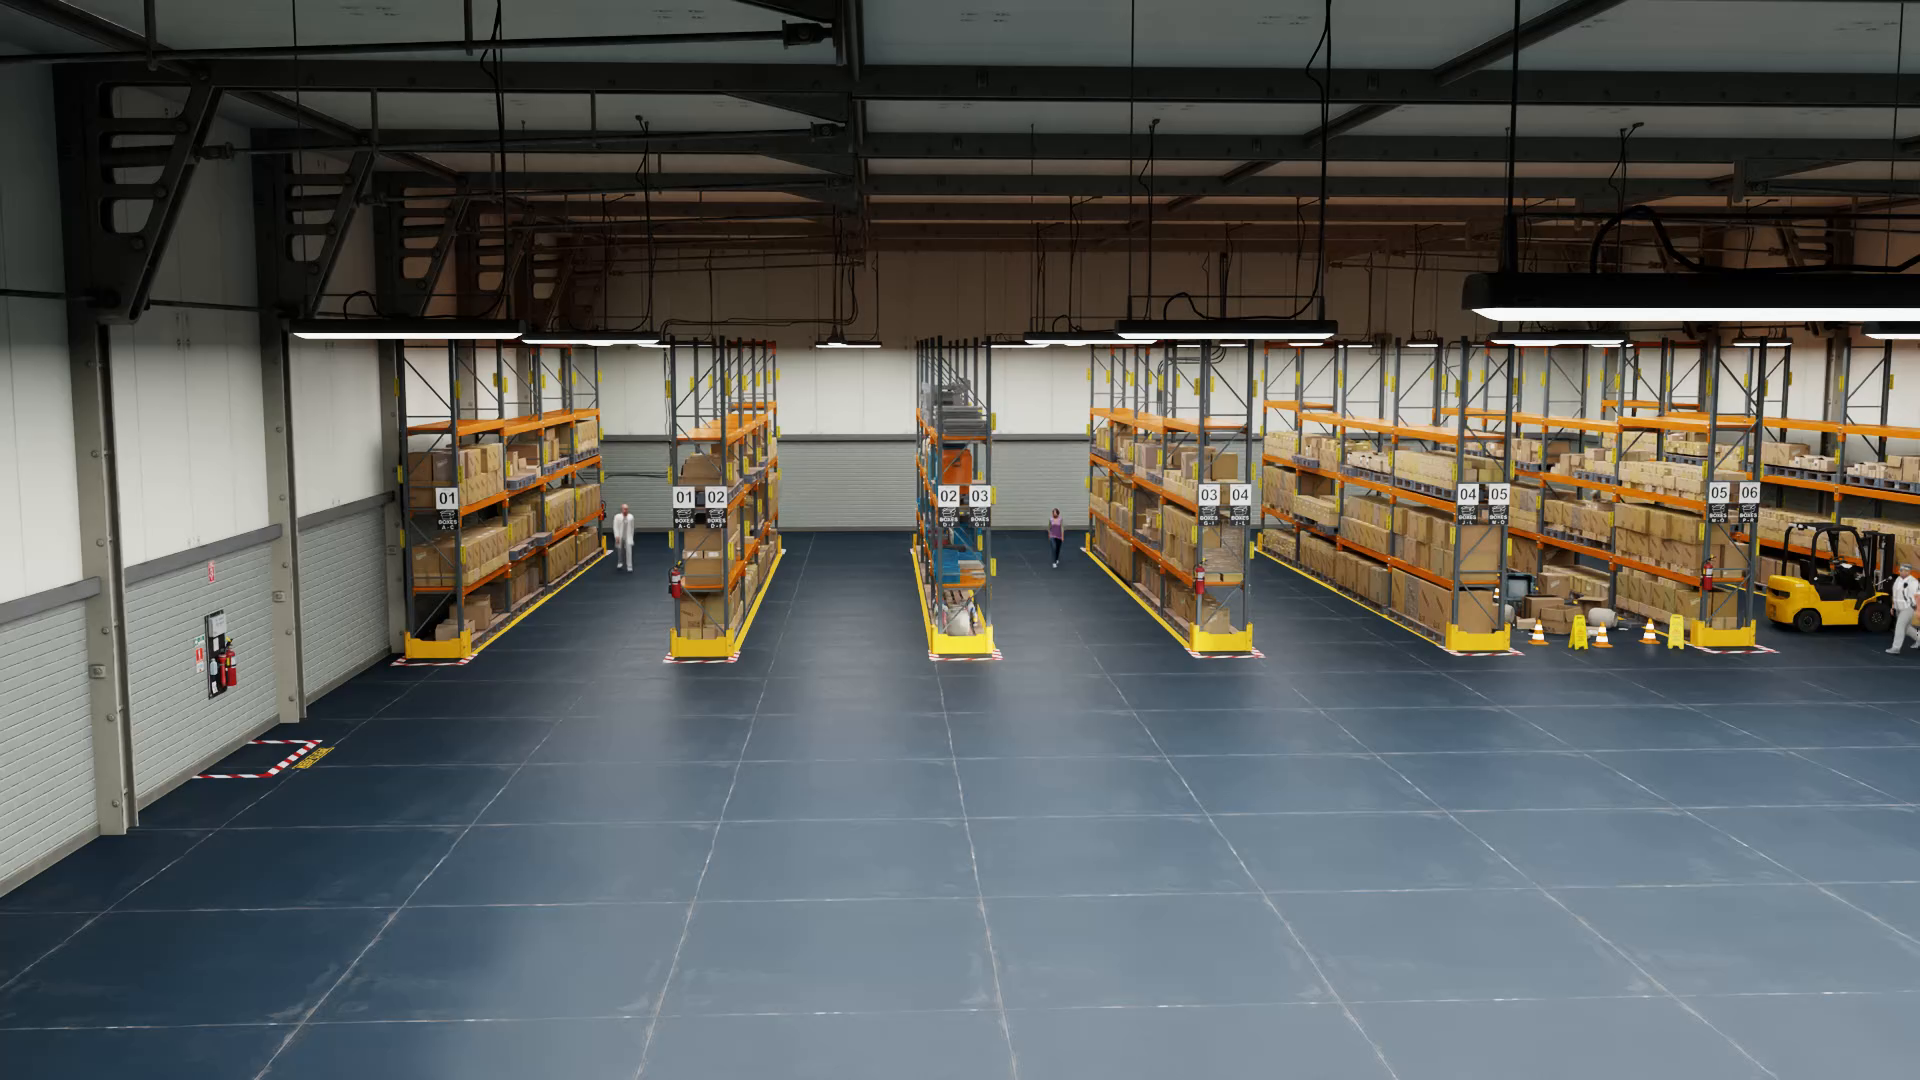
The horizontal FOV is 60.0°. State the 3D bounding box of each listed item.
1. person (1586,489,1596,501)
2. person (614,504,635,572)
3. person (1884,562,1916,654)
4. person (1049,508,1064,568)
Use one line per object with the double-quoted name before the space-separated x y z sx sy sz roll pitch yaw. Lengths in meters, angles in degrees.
"person" 18.879 -0.726 49.556 0.875 1.624 0.506 0 6 -3
"person" -8.703 -0.060 43.143 0.527 1.739 1.060 -2 7 -13
"person" 17.875 1.265 31.517 0.791 1.736 0.546 -1 7 -11
"person" 2.547 -0.072 44.038 0.400 1.554 0.874 0 7 -4
